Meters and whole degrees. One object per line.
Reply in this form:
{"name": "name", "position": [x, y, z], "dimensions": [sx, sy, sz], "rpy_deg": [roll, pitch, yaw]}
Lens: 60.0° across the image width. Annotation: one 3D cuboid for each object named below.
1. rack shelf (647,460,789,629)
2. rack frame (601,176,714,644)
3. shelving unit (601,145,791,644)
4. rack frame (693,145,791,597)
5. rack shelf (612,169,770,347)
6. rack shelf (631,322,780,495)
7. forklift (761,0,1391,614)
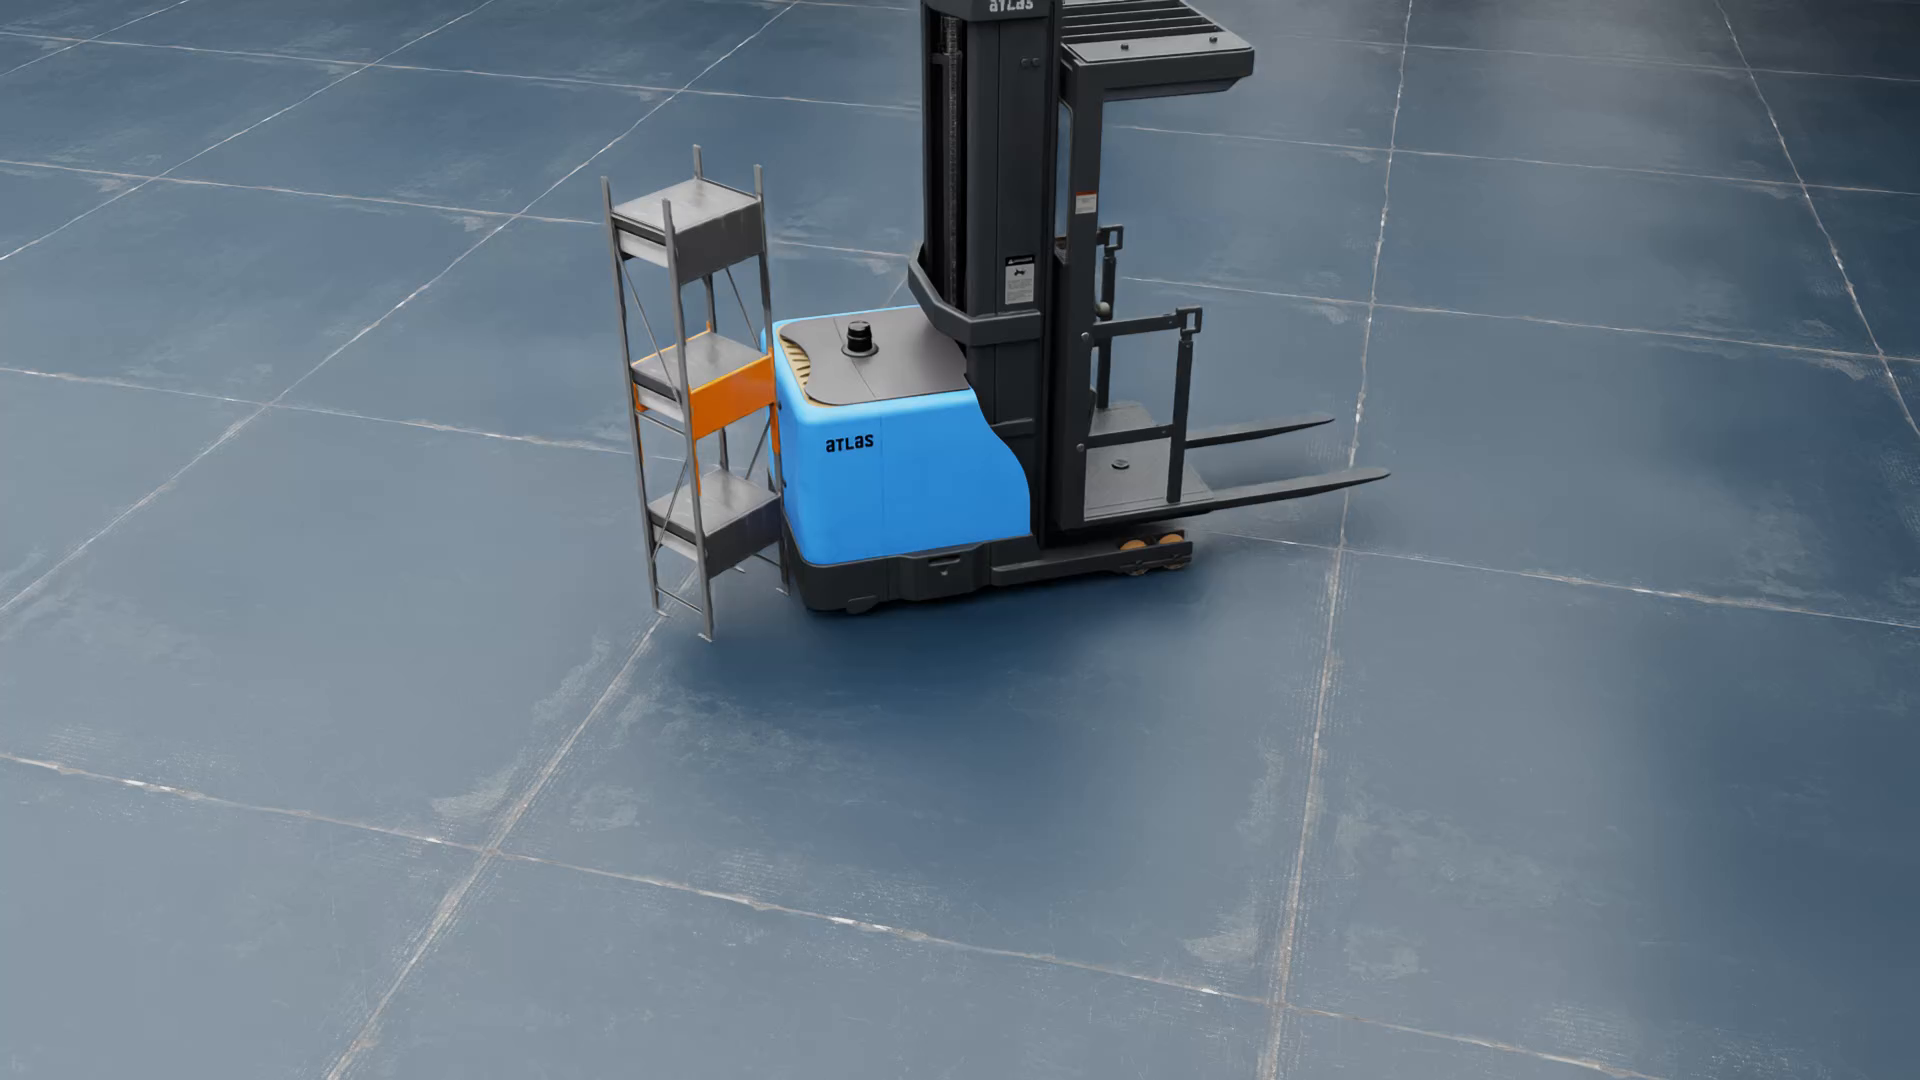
{"name": "rack shelf", "position": [-1.113, 0.013, 7.603], "dimensions": [0.431, 0.518, 0.480], "rpy_deg": [25, 40, 33]}
{"name": "rack frame", "position": [-1.271, -0.490, 7.063], "dimensions": [0.400, 2.100, 0.015], "rpy_deg": [25, 40, 33]}
{"name": "shelving unit", "position": [-1.113, -0.589, 7.220], "dimensions": [0.431, 2.100, 0.503], "rpy_deg": [25, 40, 33]}
{"name": "rack frame", "position": [-0.955, -0.689, 7.377], "dimensions": [0.400, 2.100, 0.015], "rpy_deg": [25, 40, 33]}
{"name": "rack shelf", "position": [-1.113, -1.169, 6.852], "dimensions": [0.431, 0.518, 0.480], "rpy_deg": [25, 40, 33]}
{"name": "rack shelf", "position": [-1.113, -0.578, 7.227], "dimensions": [0.431, 0.518, 0.480], "rpy_deg": [25, 40, 33]}
{"name": "forklift", "position": [0.620, -1.331, 7.612], "dimensions": [3.031, 2.935, 1.130], "rpy_deg": [-9, 33, -13]}
